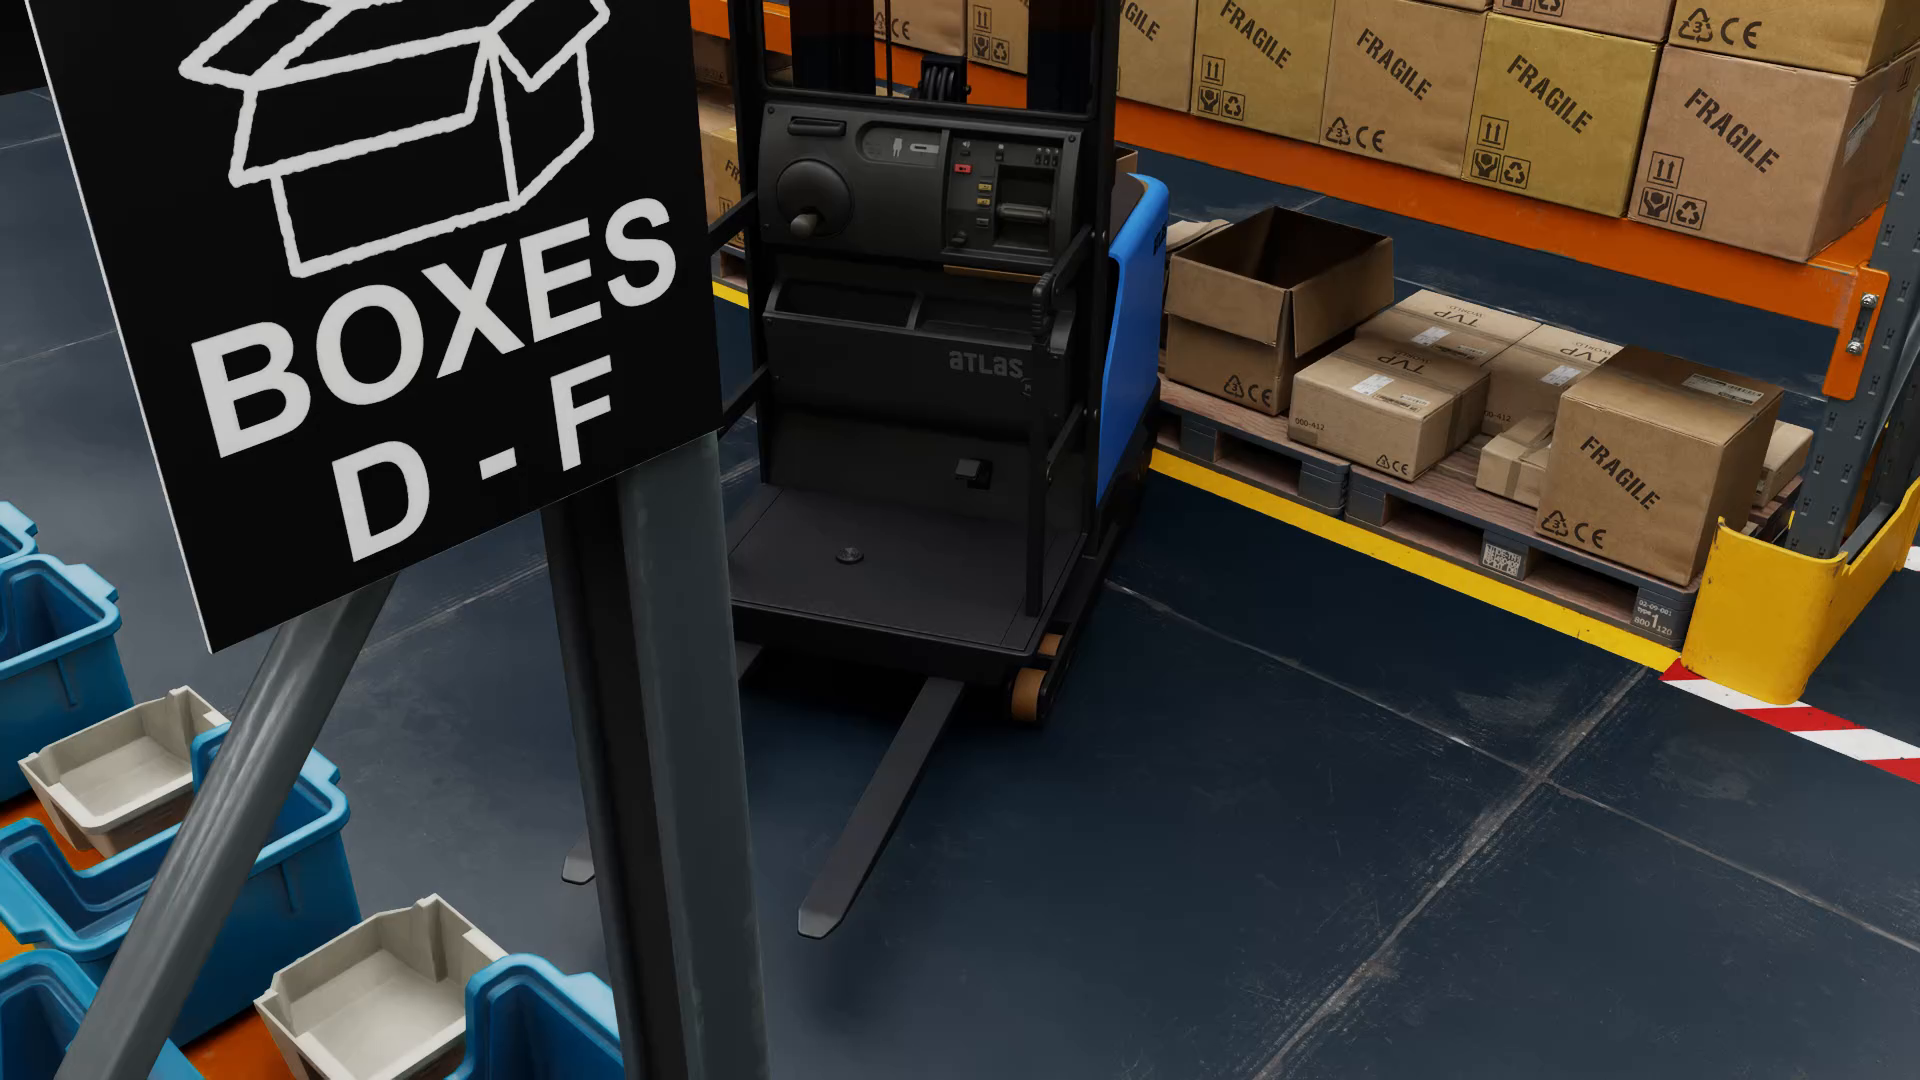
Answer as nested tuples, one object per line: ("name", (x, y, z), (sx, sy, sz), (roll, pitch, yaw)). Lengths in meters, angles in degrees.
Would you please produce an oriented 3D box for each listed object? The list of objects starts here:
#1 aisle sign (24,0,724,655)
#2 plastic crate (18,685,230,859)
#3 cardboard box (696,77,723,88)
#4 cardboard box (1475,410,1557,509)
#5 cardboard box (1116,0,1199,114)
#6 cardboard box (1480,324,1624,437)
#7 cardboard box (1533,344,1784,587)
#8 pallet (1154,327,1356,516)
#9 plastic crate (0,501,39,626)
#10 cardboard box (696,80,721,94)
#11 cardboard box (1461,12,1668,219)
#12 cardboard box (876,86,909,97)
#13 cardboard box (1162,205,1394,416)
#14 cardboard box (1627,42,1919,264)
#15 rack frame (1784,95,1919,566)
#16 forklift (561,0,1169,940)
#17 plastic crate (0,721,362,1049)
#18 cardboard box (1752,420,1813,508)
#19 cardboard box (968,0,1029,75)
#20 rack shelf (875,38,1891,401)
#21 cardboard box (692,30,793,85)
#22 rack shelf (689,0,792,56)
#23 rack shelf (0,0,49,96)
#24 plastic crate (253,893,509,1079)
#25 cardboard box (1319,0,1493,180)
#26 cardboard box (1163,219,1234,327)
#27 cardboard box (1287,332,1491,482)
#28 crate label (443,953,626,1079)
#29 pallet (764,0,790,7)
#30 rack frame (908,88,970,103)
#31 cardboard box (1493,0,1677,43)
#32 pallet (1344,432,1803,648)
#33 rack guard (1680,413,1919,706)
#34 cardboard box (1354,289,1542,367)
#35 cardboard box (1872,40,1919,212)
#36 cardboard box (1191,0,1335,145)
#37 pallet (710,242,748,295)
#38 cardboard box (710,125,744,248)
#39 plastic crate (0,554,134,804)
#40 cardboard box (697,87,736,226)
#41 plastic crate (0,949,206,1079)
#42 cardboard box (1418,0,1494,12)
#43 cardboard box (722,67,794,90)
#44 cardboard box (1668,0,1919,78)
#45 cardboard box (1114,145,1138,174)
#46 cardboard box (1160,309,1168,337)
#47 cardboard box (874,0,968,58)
("aisle sign", (-0.307, -0.346, 0.896), (0.004, 0.787, 0.394), (25, 39, 35))
("plastic crate", (-1.207, 0.355, 2.450), (0.298, 0.136, 0.250), (25, 39, 35))
("cardboard box", (-1.162, -2.155, 8.419), (0.500, 0.500, 0.500), (26, 39, 36))
("cardboard box", (1.959, -0.280, 5.627), (0.250, 0.166, 0.380), (25, 39, 35))
("cardboard box", (0.748, -1.833, 5.790), (0.500, 0.500, 0.500), (25, 39, 35))
("cardboard box", (2.184, -0.517, 5.939), (0.500, 0.250, 0.500), (25, 39, 35))
("cardboard box", (2.199, -0.248, 5.251), (0.500, 0.500, 0.500), (25, 39, 35))
("pallet", (1.219, -0.566, 6.486), (1.213, 0.211, 1.003), (25, 39, 35))
("plastic crate", (-1.720, 0.131, 2.728), (0.300, 0.233, 0.416), (25, 39, 35))
("cardboard box", (-1.489, -1.948, 8.074), (0.500, 0.500, 0.500), (26, 39, 36))
("cardboard box", (1.865, -1.309, 4.918), (0.500, 0.500, 0.500), (25, 39, 35))
("cardboard box", (-0.394, -1.799, 7.827), (0.500, 0.500, 0.500), (23, 38, 33))
("cardboard box", (1.198, -0.892, 6.317), (0.637, 0.503, 0.797), (25, 39, 35))
("cardboard box", (2.252, -1.130, 4.622), (0.500, 0.500, 0.500), (26, 40, 36))
("rack frame", (2.767, -1.037, 4.564), (0.127, 3.000, 1.000), (25, 39, 35))
("forklift", (-0.185, -0.949, 4.484), (1.130, 2.935, 3.031), (9, 32, 15))
("plastic crate", (-1.010, 0.463, 2.176), (0.300, 0.233, 0.416), (25, 39, 35))
("cardboard box", (2.687, -0.280, 5.644), (0.250, 0.149, 0.380), (25, 39, 35))
("cardboard box", (0.378, -2.007, 6.079), (0.500, 0.500, 0.500), (26, 40, 36))
("rack shelf", (1.284, -1.421, 5.899), (4.000, 0.370, 1.077), (25, 39, 35))
("cardboard box", (-1.135, -2.466, 8.209), (0.500, 0.250, 0.500), (25, 39, 35))
("rack shelf", (-1.681, -2.805, 8.198), (4.000, 0.370, 1.077), (25, 39, 35))
("rack shelf", (-2.042, -0.813, 1.981), (4.000, 0.370, 1.077), (25, 39, 35))
("plastic crate", (-0.704, 0.590, 2.060), (0.298, 0.136, 0.250), (25, 39, 35))
("cardboard box", (1.499, -1.483, 5.209), (0.500, 0.500, 0.500), (25, 39, 35))
("cardboard box", (0.970, -1.109, 6.865), (0.500, 0.311, 0.500), (25, 39, 35))
("cardboard box", (1.514, -0.481, 5.881), (0.500, 0.250, 0.500), (25, 39, 35))
("crate label", (-0.522, 0.691, 1.798), (0.303, 0.233, 0.416), (25, 39, 35))
("pallet", (-0.718, -2.657, 7.441), (1.213, 0.211, 1.003), (25, 39, 35))
("rack frame", (-0.199, -2.421, 6.863), (0.127, 3.000, 1.000), (25, 39, 35))
("cardboard box", (1.877, -1.731, 4.651), (0.500, 0.500, 0.500), (26, 40, 36))
("pallet", (2.119, -0.144, 5.784), (1.213, 0.211, 1.003), (25, 39, 35))
("rack guard", (2.711, 0.008, 5.252), (0.348, 0.500, 1.175), (25, 39, 35))
("cardboard box", (1.813, -0.690, 6.227), (0.500, 0.250, 0.500), (25, 39, 35))
("cardboard box", (2.615, -1.334, 4.960), (0.500, 0.500, 0.500), (26, 40, 36))
("cardboard box", (1.126, -1.658, 5.498), (0.500, 0.500, 0.500), (24, 39, 34))
("pallet", (-0.827, -1.493, 8.026), (1.213, 0.211, 1.003), (25, 39, 35))
("cardboard box", (-0.757, -1.600, 7.496), (0.500, 0.500, 0.500), (25, 39, 35))
("plastic crate", (-1.498, 0.235, 2.555), (0.300, 0.233, 0.416), (25, 39, 35))
("cardboard box", (-1.118, -1.774, 7.786), (0.500, 0.500, 0.500), (25, 39, 35))
("plastic crate", (-0.933, 0.771, 1.469), (0.499, 0.435, 0.616), (25, 39, 35))
("cardboard box", (1.490, -1.909, 4.946), (0.500, 0.500, 0.500), (26, 40, 36))
("cardboard box", (-0.797, -1.979, 8.127), (0.500, 0.500, 0.500), (26, 39, 36))
("cardboard box", (2.253, -1.557, 4.361), (0.500, 0.500, 0.500), (25, 39, 35))
("cardboard box", (0.414, -1.450, 7.247), (0.500, 0.500, 0.500), (25, 39, 35))
("cardboard box", (0.615, -0.872, 6.611), (0.250, 0.166, 0.380), (25, 39, 35))
("cardboard box", (-0.004, -2.183, 6.371), (0.500, 0.500, 0.500), (26, 40, 36))
